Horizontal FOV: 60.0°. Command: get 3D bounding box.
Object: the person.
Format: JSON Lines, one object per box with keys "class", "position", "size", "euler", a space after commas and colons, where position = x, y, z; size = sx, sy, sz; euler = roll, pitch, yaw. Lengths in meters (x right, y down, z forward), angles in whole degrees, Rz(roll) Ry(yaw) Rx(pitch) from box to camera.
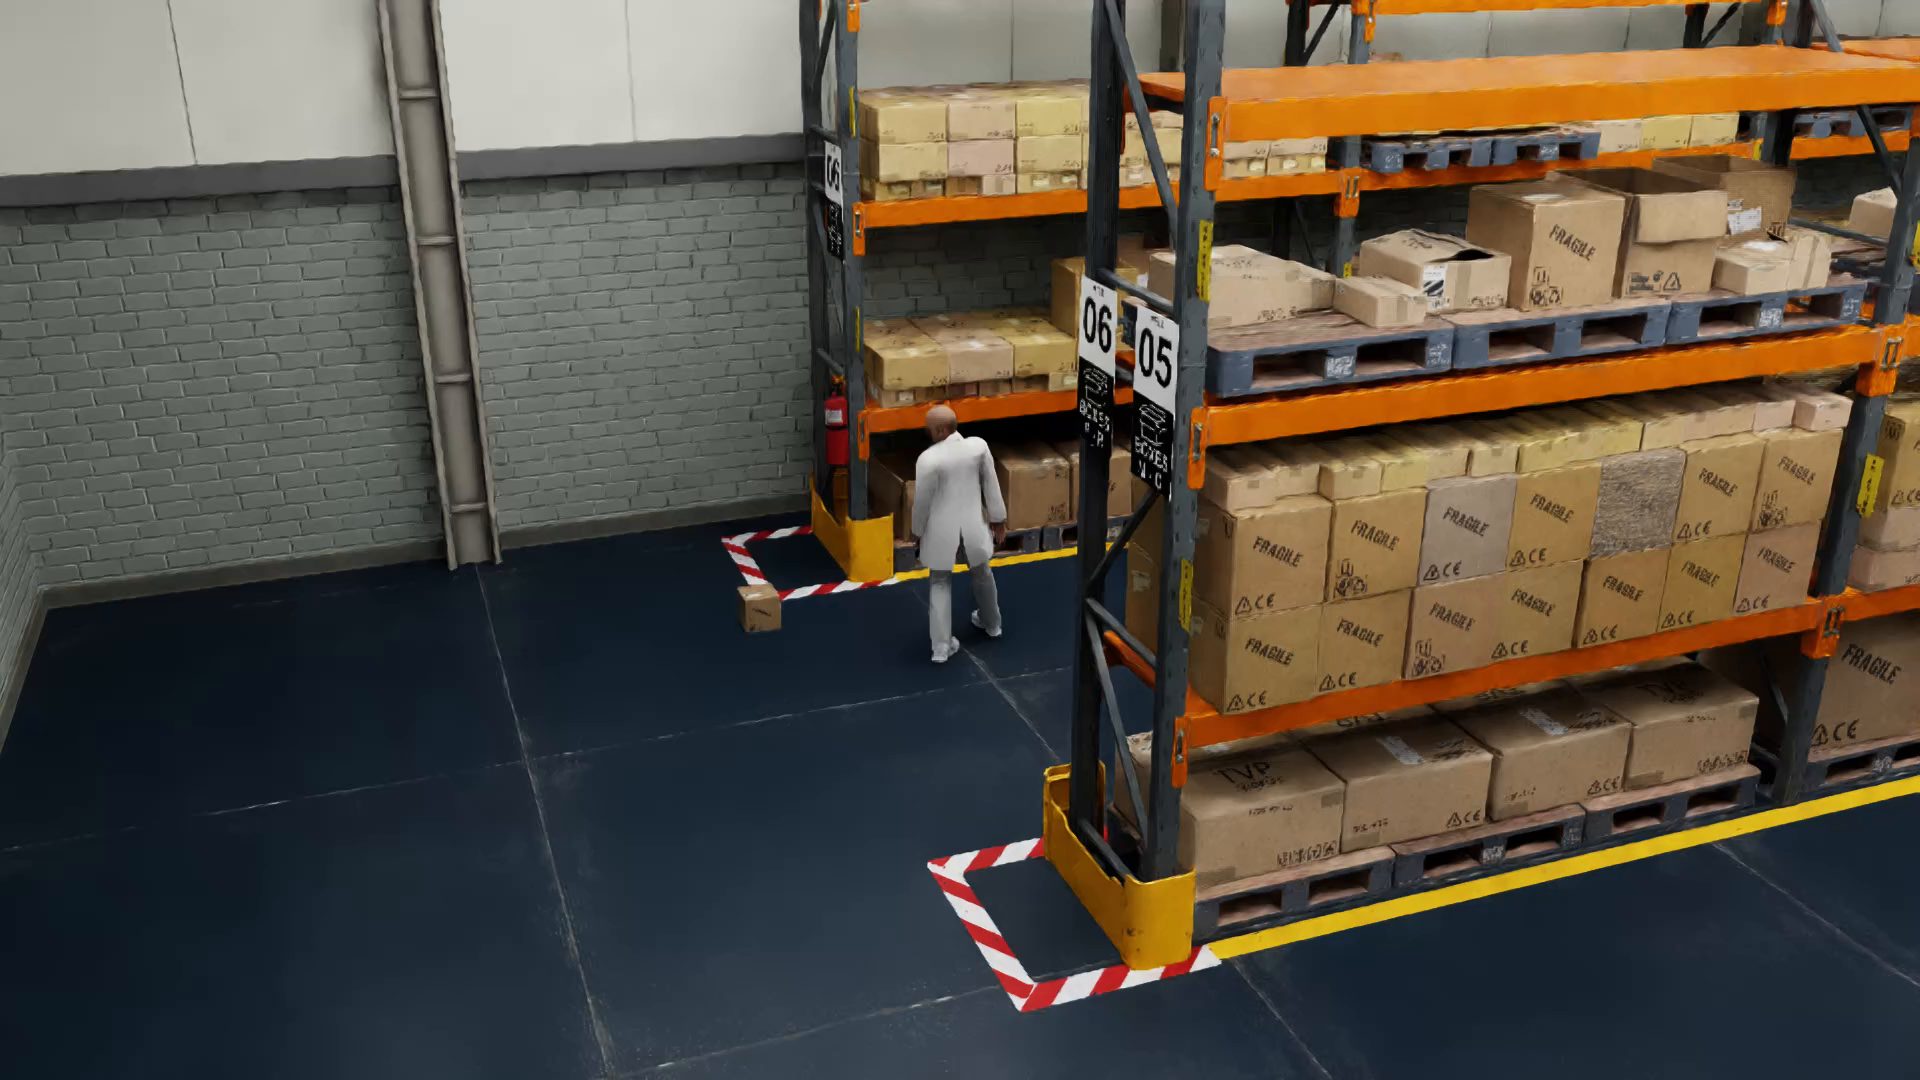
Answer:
{"class": "person", "position": [-0.032, -0.097, 11.154], "size": [0.682, 1.774, 0.619], "euler": [-8, 23, -18]}
